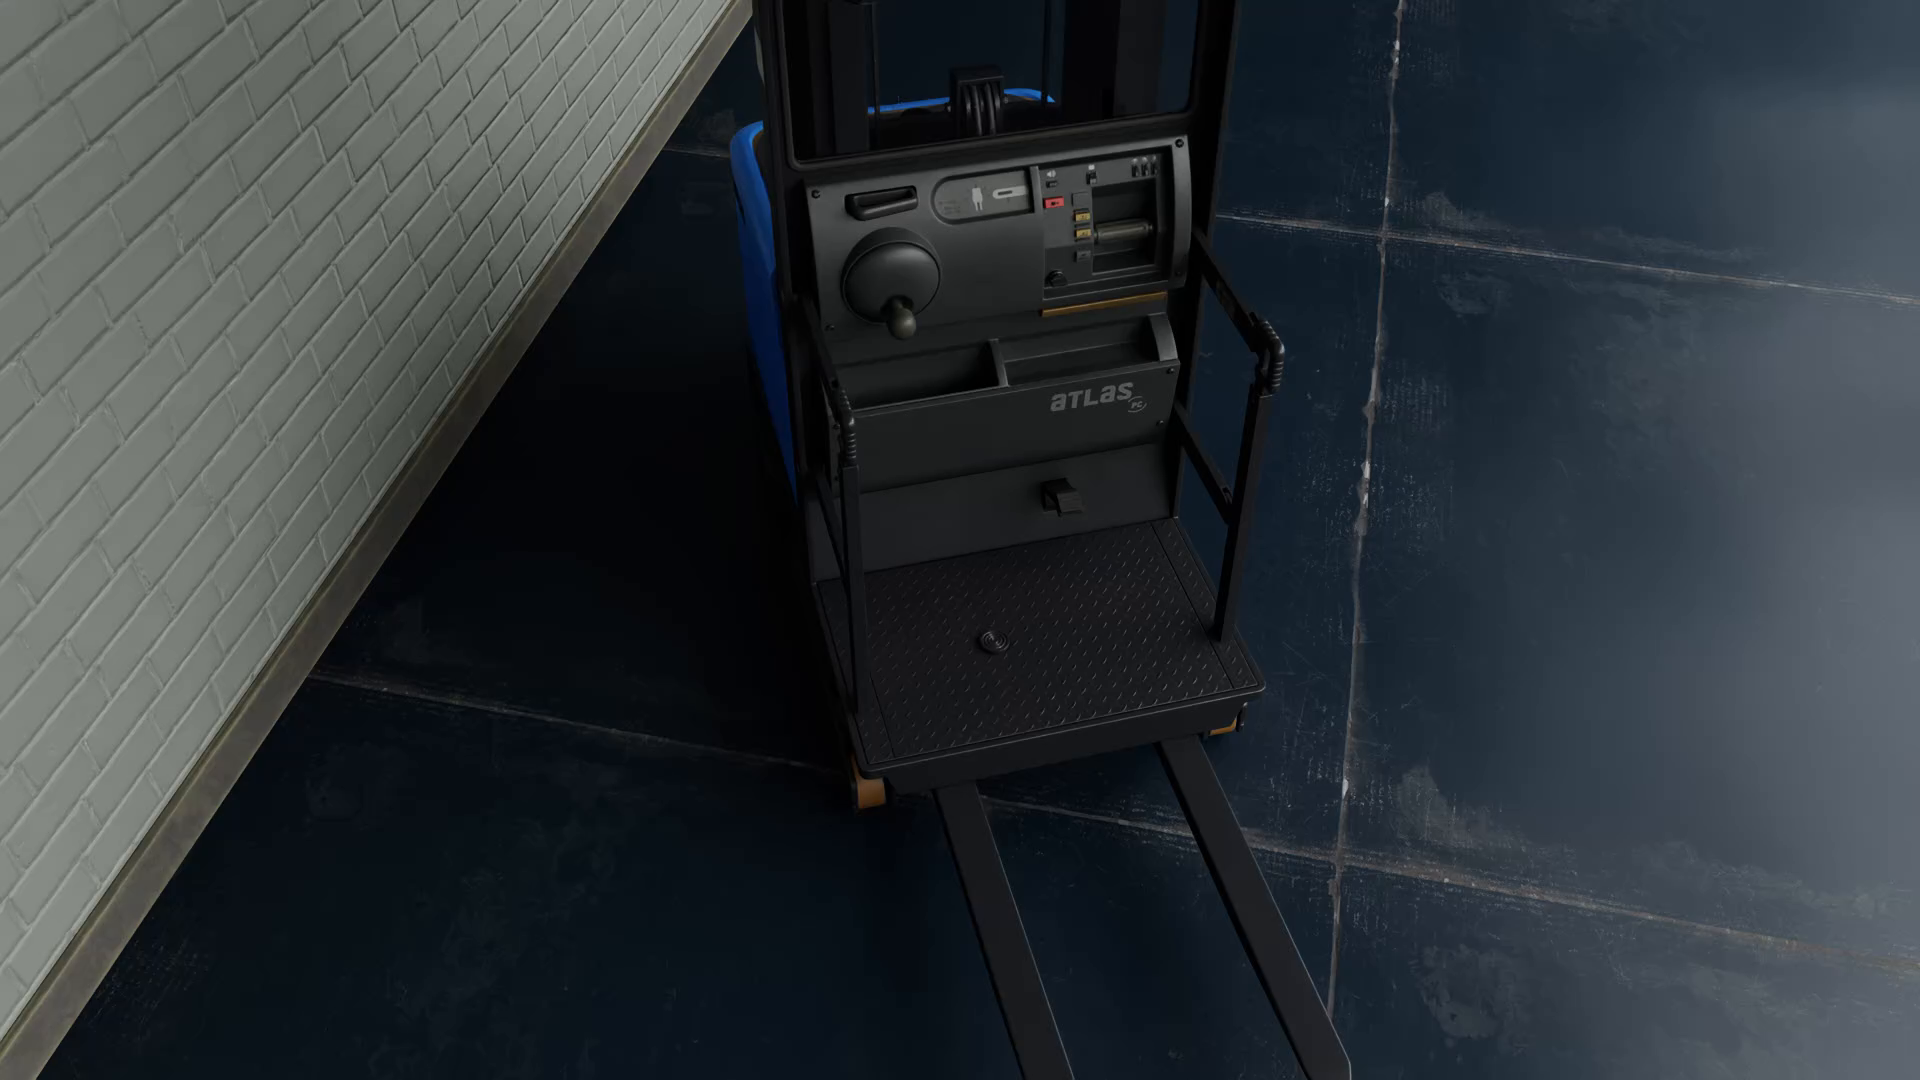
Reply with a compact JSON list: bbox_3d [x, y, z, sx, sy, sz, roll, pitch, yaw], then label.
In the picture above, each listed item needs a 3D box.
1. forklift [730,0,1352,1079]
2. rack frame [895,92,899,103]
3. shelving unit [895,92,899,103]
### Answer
[{"bbox_3d":[0.159,-0.635,3.796,1.130,2.935,3.031,-10,45,-11],"label":"forklift"},{"bbox_3d":[-0.174,-1.063,5.693,0.006,0.900,0.240,-10,41,-11],"label":"rack frame"},{"bbox_3d":[-0.273,-1.045,5.675,0.210,0.900,0.258,-10,41,-11],"label":"shelving unit"}]
